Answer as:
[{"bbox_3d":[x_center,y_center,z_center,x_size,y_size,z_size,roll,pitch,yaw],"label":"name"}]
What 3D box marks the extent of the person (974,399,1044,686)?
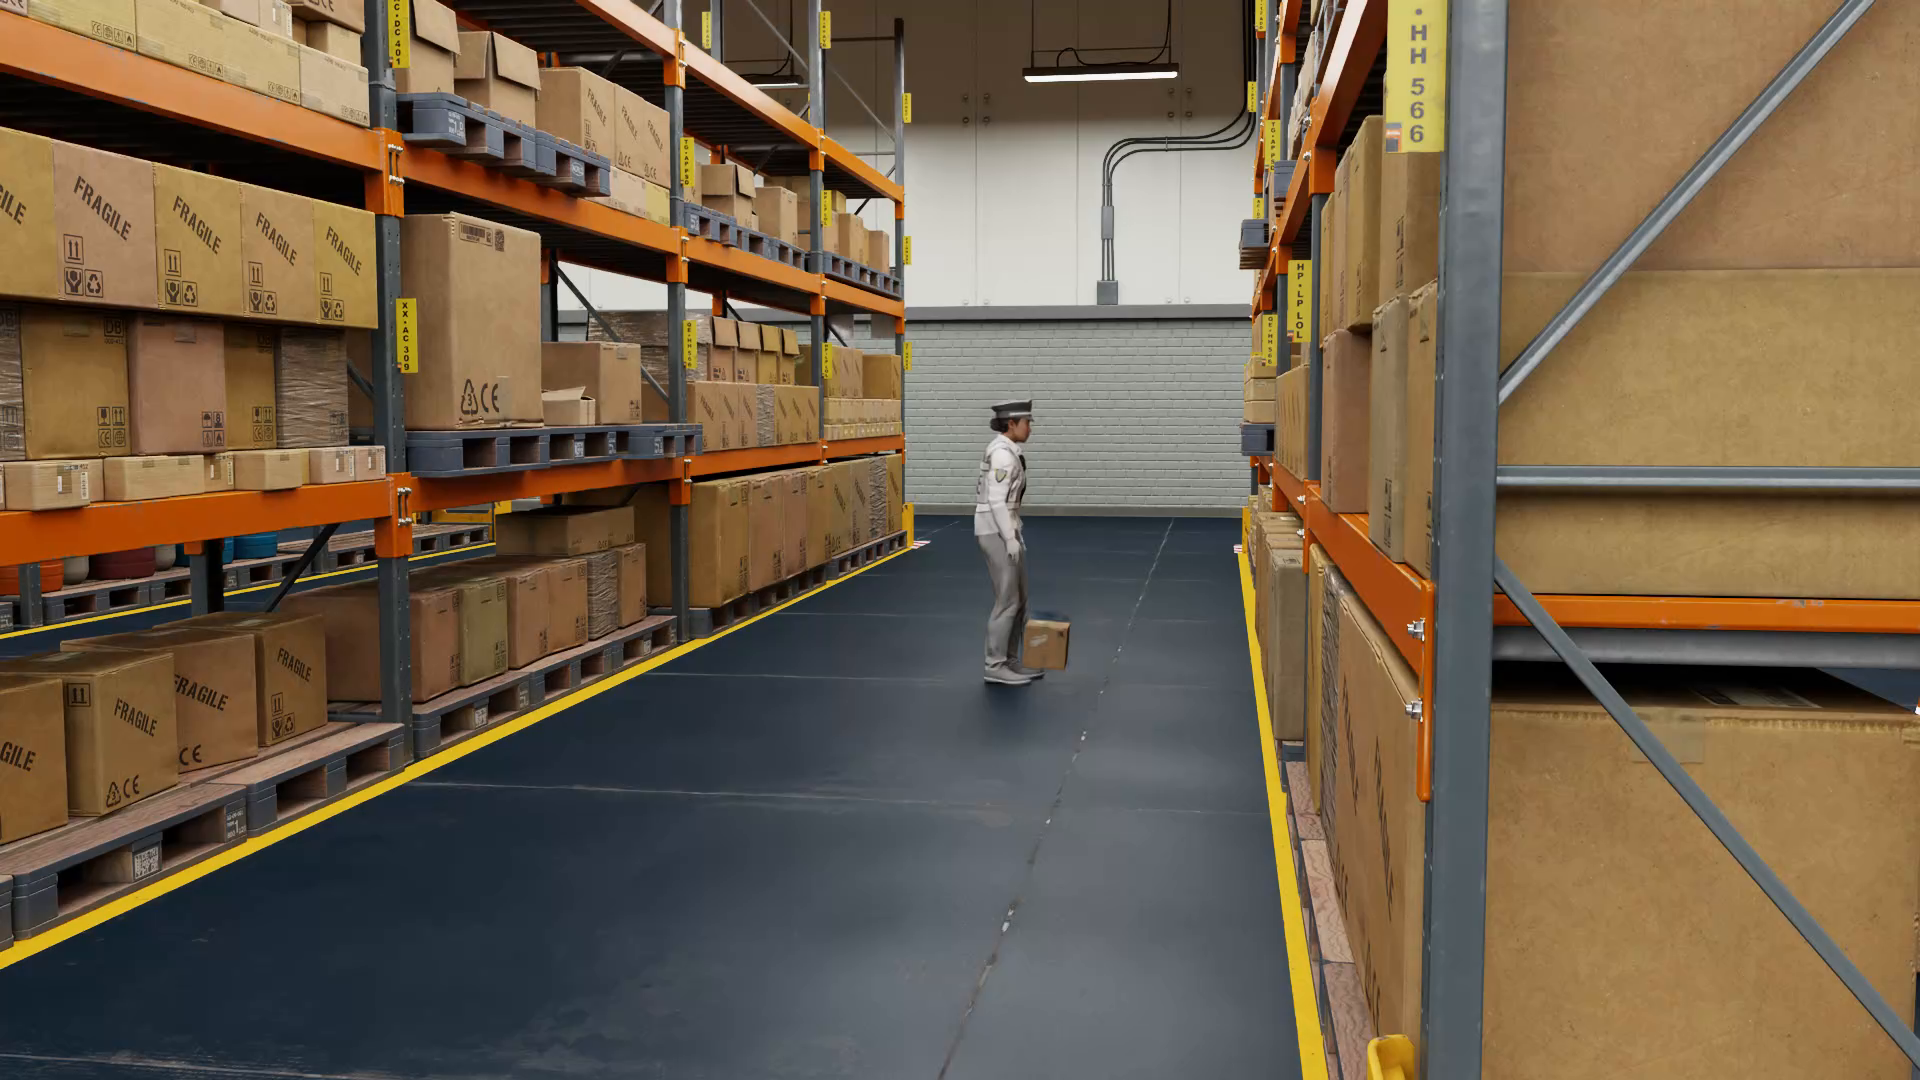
[{"bbox_3d":[0.291,0.000,9.866,0.412,1.665,0.513,1,5,7],"label":"person"}]
